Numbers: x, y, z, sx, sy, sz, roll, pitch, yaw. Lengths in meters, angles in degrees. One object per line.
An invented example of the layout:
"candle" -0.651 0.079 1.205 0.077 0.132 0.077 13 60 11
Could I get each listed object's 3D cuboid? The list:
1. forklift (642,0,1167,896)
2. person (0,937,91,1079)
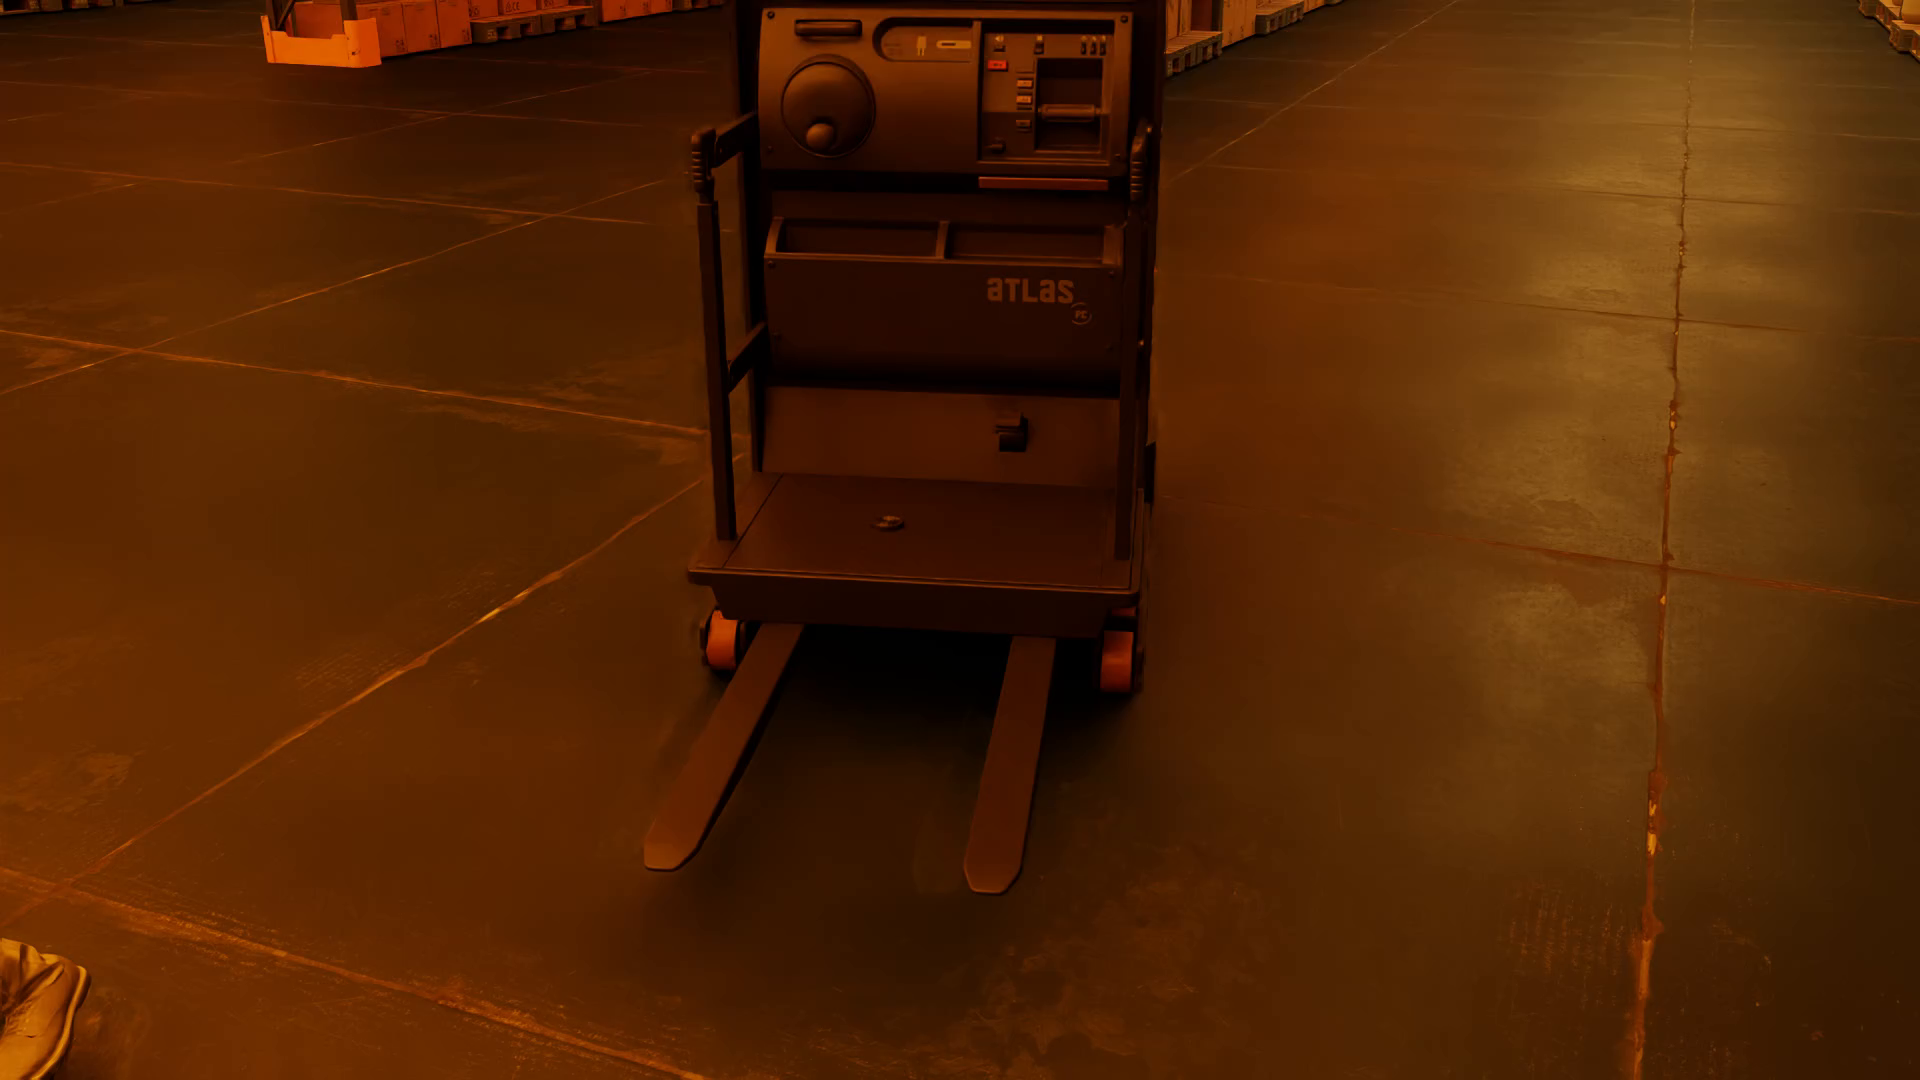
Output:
"forklift" -0.064 -1.106 3.937 1.130 2.935 3.031 3 23 7
"person" -2.028 0.340 2.463 1.127 1.403 0.705 4 23 8
